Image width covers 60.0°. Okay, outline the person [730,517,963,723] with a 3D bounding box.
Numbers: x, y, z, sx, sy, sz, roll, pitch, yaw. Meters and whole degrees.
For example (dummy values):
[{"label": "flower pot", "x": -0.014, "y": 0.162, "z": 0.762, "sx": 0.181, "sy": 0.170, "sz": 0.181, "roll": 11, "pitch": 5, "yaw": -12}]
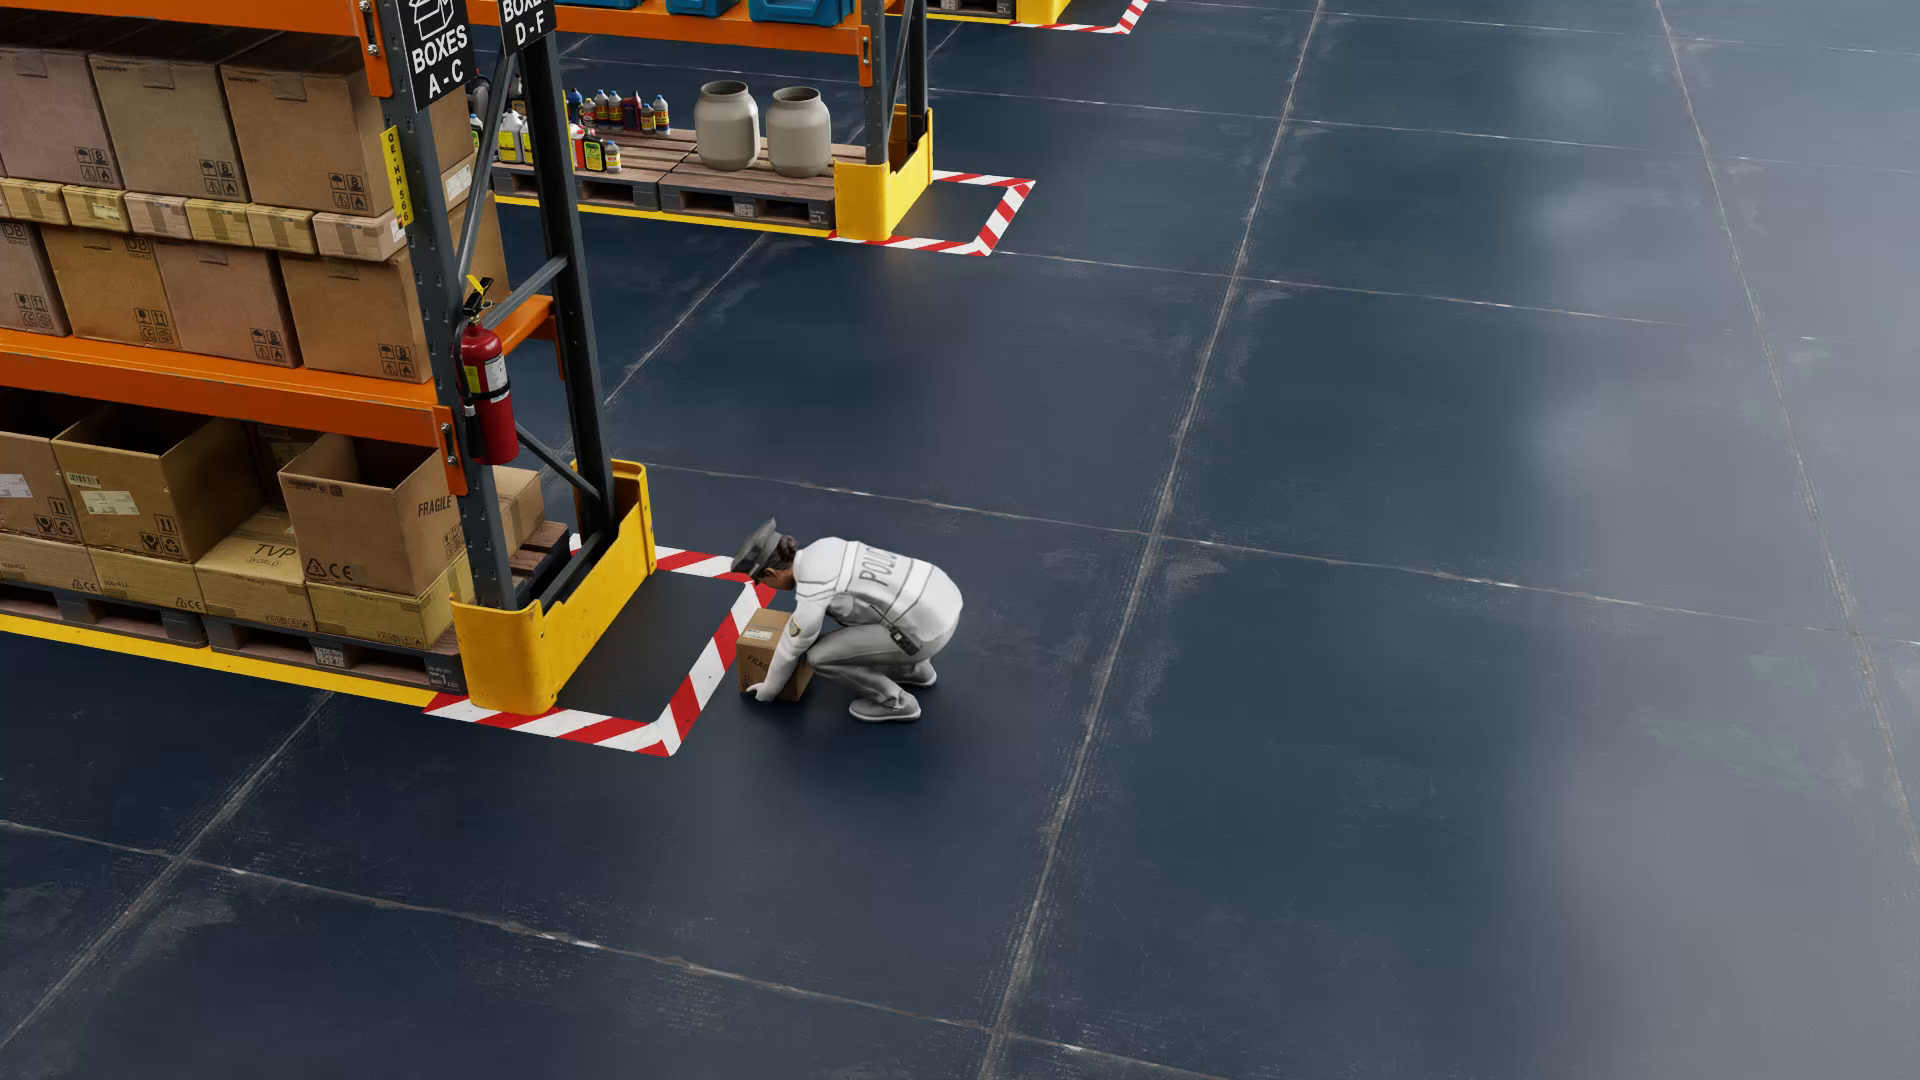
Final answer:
[{"label": "person", "x": -0.443, "y": 0.315, "z": 6.534, "sx": 0.892, "sy": 0.840, "sz": 0.470, "roll": 8, "pitch": 34, "yaw": 12}]
